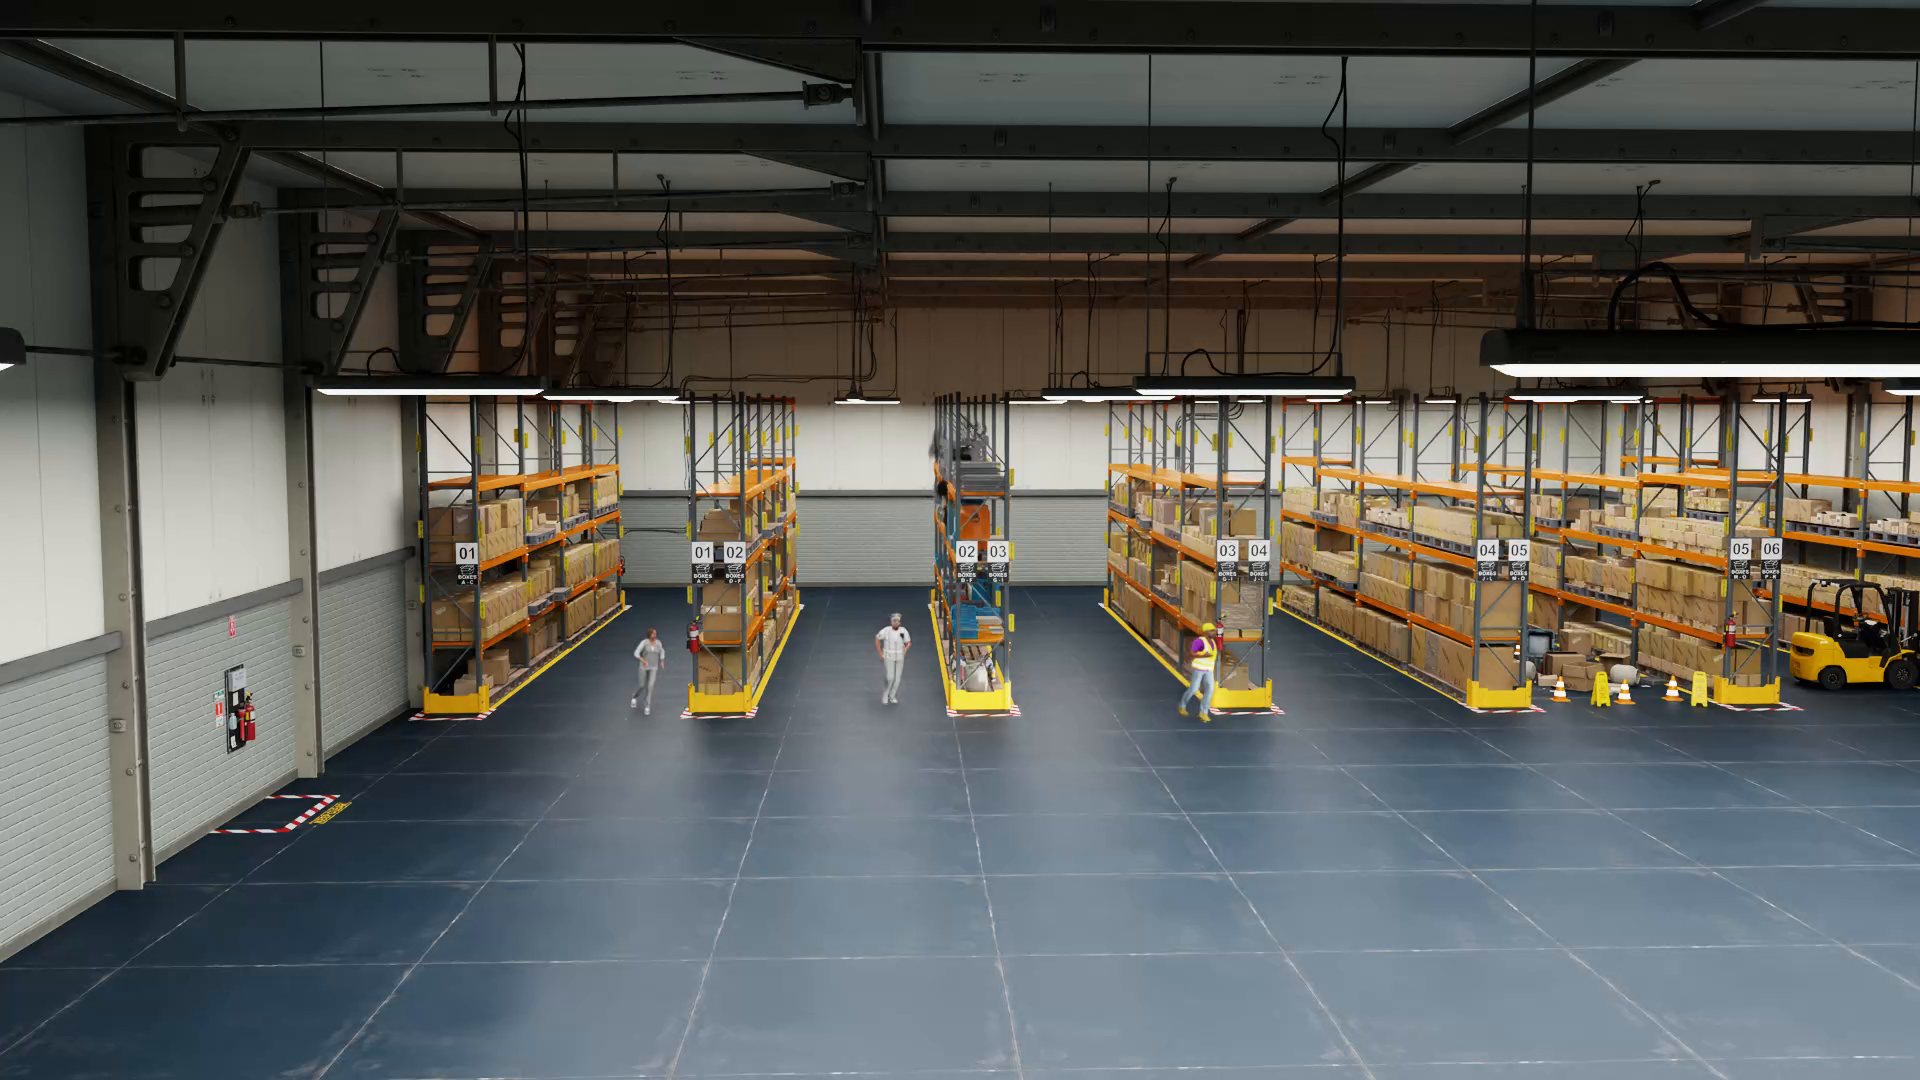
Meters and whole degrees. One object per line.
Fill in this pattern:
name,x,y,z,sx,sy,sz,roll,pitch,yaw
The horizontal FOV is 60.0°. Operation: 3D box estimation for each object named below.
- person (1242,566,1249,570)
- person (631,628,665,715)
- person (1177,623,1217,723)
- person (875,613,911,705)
person,8.225,0.993,48.570,0.556,1.648,0.838,-4,6,-39
person,-5.825,2.439,31.249,0.615,1.568,0.792,-2,5,-25
person,4.476,2.406,30.540,0.703,1.774,0.806,-3,5,-32
person,-1.258,2.293,32.047,0.661,1.782,0.675,-1,5,-16
